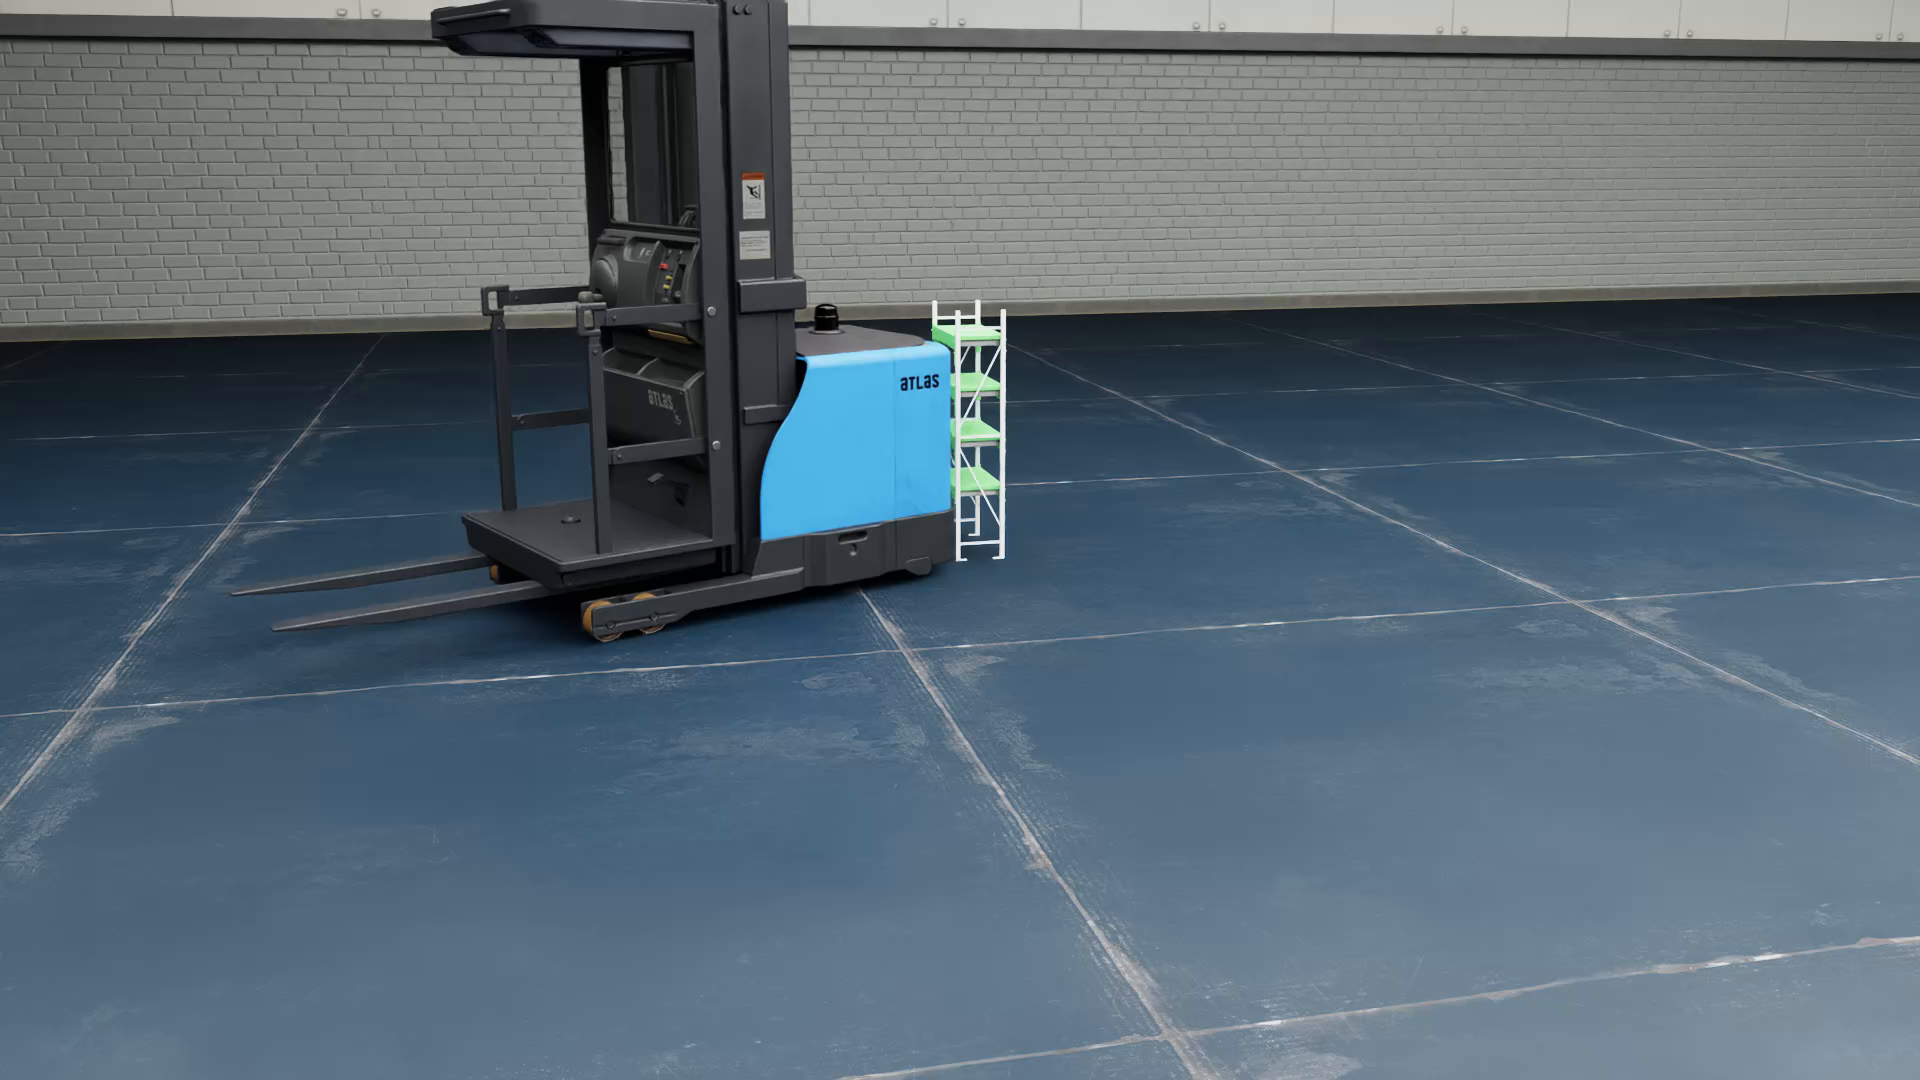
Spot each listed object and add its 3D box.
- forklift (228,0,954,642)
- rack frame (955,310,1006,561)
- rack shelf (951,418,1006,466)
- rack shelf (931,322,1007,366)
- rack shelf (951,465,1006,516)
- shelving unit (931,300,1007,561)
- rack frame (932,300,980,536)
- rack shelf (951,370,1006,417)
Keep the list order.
[{"bbox_3d":[-1.514,-1.152,6.968,3.031,2.935,1.130,-10,17,-35],"label":"forklift"},{"bbox_3d":[0.096,-0.488,7.898,0.240,1.200,0.015,-3,14,-13],"label":"rack frame"},{"bbox_3d":[0.039,-0.483,8.144,0.258,0.148,0.480,-3,14,-13],"label":"rack shelf"},{"bbox_3d":[0.039,-0.949,8.030,0.258,0.148,0.480,-3,14,-13],"label":"rack shelf"},{"bbox_3d":[0.039,-0.249,8.200,0.258,0.148,0.480,-3,14,-13],"label":"rack shelf"},{"bbox_3d":[0.039,-0.545,8.128,0.258,1.200,0.503,-3,14,-13],"label":"shelving unit"},{"bbox_3d":[-0.018,-0.601,8.359,0.240,1.200,0.015,-3,14,-13],"label":"rack frame"},{"bbox_3d":[0.039,-0.716,8.087,0.258,0.148,0.480,-3,14,-13],"label":"rack shelf"}]
